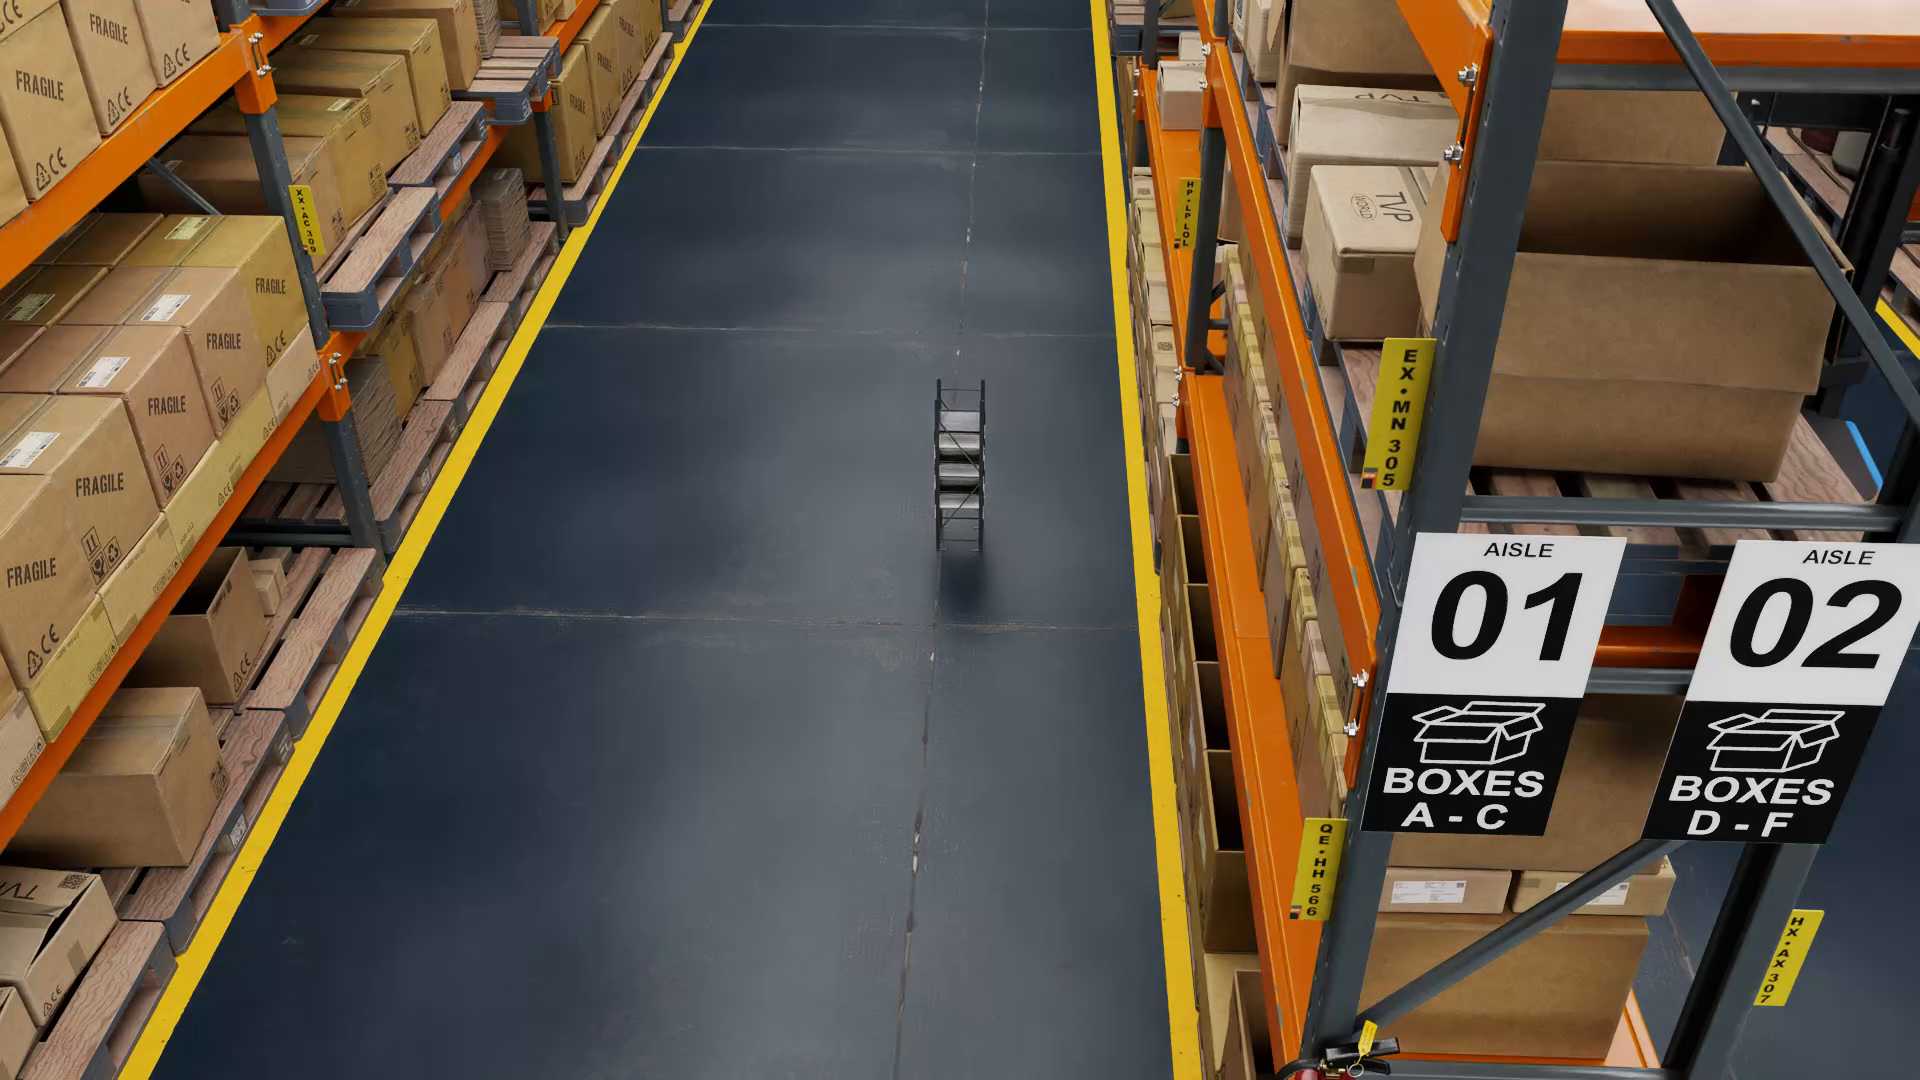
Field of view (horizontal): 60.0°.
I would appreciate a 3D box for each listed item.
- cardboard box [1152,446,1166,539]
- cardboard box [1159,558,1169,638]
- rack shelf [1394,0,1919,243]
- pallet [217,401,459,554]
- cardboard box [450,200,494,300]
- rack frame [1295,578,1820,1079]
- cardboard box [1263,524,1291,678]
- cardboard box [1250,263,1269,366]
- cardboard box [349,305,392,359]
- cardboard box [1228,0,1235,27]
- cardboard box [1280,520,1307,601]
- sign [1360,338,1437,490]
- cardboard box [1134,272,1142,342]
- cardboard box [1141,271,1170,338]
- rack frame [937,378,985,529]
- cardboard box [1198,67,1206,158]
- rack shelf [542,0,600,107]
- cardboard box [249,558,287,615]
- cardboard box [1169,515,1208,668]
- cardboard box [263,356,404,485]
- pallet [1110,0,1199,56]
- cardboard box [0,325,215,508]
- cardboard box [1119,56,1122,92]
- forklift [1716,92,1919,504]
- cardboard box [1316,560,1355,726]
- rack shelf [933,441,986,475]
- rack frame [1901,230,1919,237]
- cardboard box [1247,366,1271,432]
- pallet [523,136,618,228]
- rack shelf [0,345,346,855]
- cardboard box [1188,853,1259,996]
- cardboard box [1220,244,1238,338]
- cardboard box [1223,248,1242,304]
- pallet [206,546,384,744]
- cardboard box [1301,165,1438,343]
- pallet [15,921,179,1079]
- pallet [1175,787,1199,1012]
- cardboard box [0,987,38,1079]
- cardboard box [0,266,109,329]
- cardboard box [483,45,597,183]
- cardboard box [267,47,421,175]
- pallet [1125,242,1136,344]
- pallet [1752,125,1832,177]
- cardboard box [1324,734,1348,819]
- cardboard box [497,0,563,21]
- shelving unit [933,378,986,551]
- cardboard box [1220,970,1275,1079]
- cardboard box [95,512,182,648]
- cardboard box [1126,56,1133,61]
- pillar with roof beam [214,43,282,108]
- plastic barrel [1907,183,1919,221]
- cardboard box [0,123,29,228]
[{"bbox_3d":[1.249,-0.244,8.460,0.500,0.250,0.500,1,35,1],"label":"cardboard box"},{"bbox_3d":[1.201,0.261,7.742,0.500,0.250,0.500,1,35,2],"label":"cardboard box"},{"bbox_3d":[1.442,-1.799,4.403,1.077,0.370,4.000,1,35,2],"label":"rack shelf"},{"bbox_3d":[-3.398,-0.370,9.039,1.003,0.211,1.213,1,35,2],"label":"pallet"},{"bbox_3d":[-3.380,-1.811,10.456,0.700,0.500,0.500,1,35,2],"label":"cardboard box"},{"bbox_3d":[1.362,1.346,4.171,1.000,3.000,0.127,1,35,2],"label":"rack frame"},{"bbox_3d":[1.453,0.148,5.789,0.700,0.500,0.500,2,35,3],"label":"cardboard box"},{"bbox_3d":[1.492,-0.978,6.263,0.700,0.500,0.500,1,35,2],"label":"cardboard box"},{"bbox_3d":[-3.400,-1.204,8.940,0.500,0.250,0.500,1,35,1],"label":"cardboard box"},{"bbox_3d":[1.239,-2.166,5.986,0.500,0.500,0.500,4,35,6],"label":"cardboard box"},{"bbox_3d":[1.237,0.072,5.333,0.380,0.149,0.250,2,35,3],"label":"cardboard box"},{"bbox_3d":[0.820,-0.231,3.106,0.100,0.325,0.005,1,35,2],"label":"sign"},{"bbox_3d":[1.334,-1.415,10.126,0.500,0.250,0.500,0,35,1],"label":"cardboard box"},{"bbox_3d":[1.313,-1.342,9.534,0.500,0.311,0.500,1,35,1],"label":"cardboard box"},{"bbox_3d":[0.004,-0.431,8.527,0.240,0.900,0.006,1,35,2],"label":"rack frame"},{"bbox_3d":[1.632,-2.326,9.310,0.500,0.500,0.500,0,35,-1],"label":"cardboard box"},{"bbox_3d":[-3.186,-4.217,12.713,1.077,0.370,4.000,1,35,2],"label":"rack shelf"},{"bbox_3d":[-3.419,0.223,7.851,0.380,0.166,0.250,-3,35,-4],"label":"cardboard box"},{"bbox_3d":[1.179,0.241,7.118,0.500,0.500,0.500,1,35,2],"label":"cardboard box"},{"bbox_3d":[-3.414,-0.645,8.795,0.700,0.500,0.500,2,35,3],"label":"cardboard box"},{"bbox_3d":[1.640,-3.562,11.323,1.213,0.211,1.003,1,35,2],"label":"pallet"},{"bbox_3d":[-3.183,-0.463,6.207,0.500,0.500,0.500,0,35,1],"label":"cardboard box"},{"bbox_3d":[1.543,-3.839,13.341,0.500,0.500,0.500,2,35,2],"label":"cardboard box"},{"bbox_3d":[3.737,-1.319,8.024,1.130,2.935,3.031,6,36,8],"label":"forklift"},{"bbox_3d":[1.411,0.174,4.624,0.700,0.500,0.500,0,35,1],"label":"cardboard box"},{"bbox_3d":[0.000,-0.419,8.411,0.258,0.077,0.200,1,35,2],"label":"rack shelf"},{"bbox_3d":[6.632,-3.133,10.545,1.000,3.000,0.127,1,35,2],"label":"rack frame"},{"bbox_3d":[1.278,-0.521,6.177,0.380,0.149,0.250,0,35,0],"label":"cardboard box"},{"bbox_3d":[-3.160,-2.672,12.315,1.003,0.211,1.213,1,35,2],"label":"pallet"},{"bbox_3d":[-3.508,0.379,6.173,1.077,0.370,4.000,1,35,2],"label":"rack shelf"},{"bbox_3d":[1.114,1.410,6.107,0.500,0.250,0.500,1,35,2],"label":"cardboard box"},{"bbox_3d":[1.499,-1.174,7.888,0.500,0.250,0.500,3,35,5],"label":"cardboard box"},{"bbox_3d":[1.318,-1.108,7.013,0.380,0.149,0.250,1,35,2],"label":"cardboard box"},{"bbox_3d":[-3.419,0.464,7.853,1.003,0.211,1.213,1,35,2],"label":"pallet"},{"bbox_3d":[1.145,-0.716,4.141,0.500,0.250,0.500,1,35,2],"label":"cardboard box"},{"bbox_3d":[-3.517,1.865,5.858,1.003,0.211,1.213,1,35,2],"label":"pallet"},{"bbox_3d":[1.402,1.348,6.594,1.003,0.211,1.213,1,35,2],"label":"pallet"},{"bbox_3d":[-3.470,1.759,5.540,0.500,0.311,0.500,-2,35,-3],"label":"cardboard box"},{"bbox_3d":[-3.680,-0.755,6.623,0.500,0.500,0.500,1,35,2],"label":"cardboard box"},{"bbox_3d":[-3.106,-3.074,11.965,0.750,0.750,0.750,1,35,1],"label":"cardboard box"},{"bbox_3d":[-3.348,-2.276,8.857,0.700,0.500,0.500,6,36,8],"label":"cardboard box"},{"bbox_3d":[1.611,-1.637,10.841,1.003,0.211,1.213,1,35,2],"label":"pallet"},{"bbox_3d":[6.674,-3.145,12.988,1.003,0.211,1.213,1,35,2],"label":"pallet"},{"bbox_3d":[1.196,0.666,4.489,0.380,0.149,0.250,2,35,3],"label":"cardboard box"},{"bbox_3d":[-2.992,-3.806,11.140,0.500,0.500,0.500,2,35,3],"label":"cardboard box"},{"bbox_3d":[0.000,-0.373,8.444,0.258,0.900,0.210,1,35,2],"label":"shelving unit"},{"bbox_3d":[1.086,1.678,5.074,0.500,0.500,0.500,1,35,2],"label":"cardboard box"},{"bbox_3d":[-3.196,0.133,6.011,0.500,0.250,0.500,2,35,2],"label":"cardboard box"},{"bbox_3d":[1.521,-3.877,12.743,0.500,0.250,0.500,1,35,1],"label":"cardboard box"},{"bbox_3d":[0.118,-4.990,7.970,9.100,9.000,0.400,1,35,2],"label":"pillar with roof beam"},{"bbox_3d":[6.635,-2.699,11.449,0.600,0.830,0.708,1,35,2],"label":"plastic barrel"},{"bbox_3d":[-3.250,-1.143,5.000,0.500,0.500,0.500,3,35,5],"label":"cardboard box"}]
